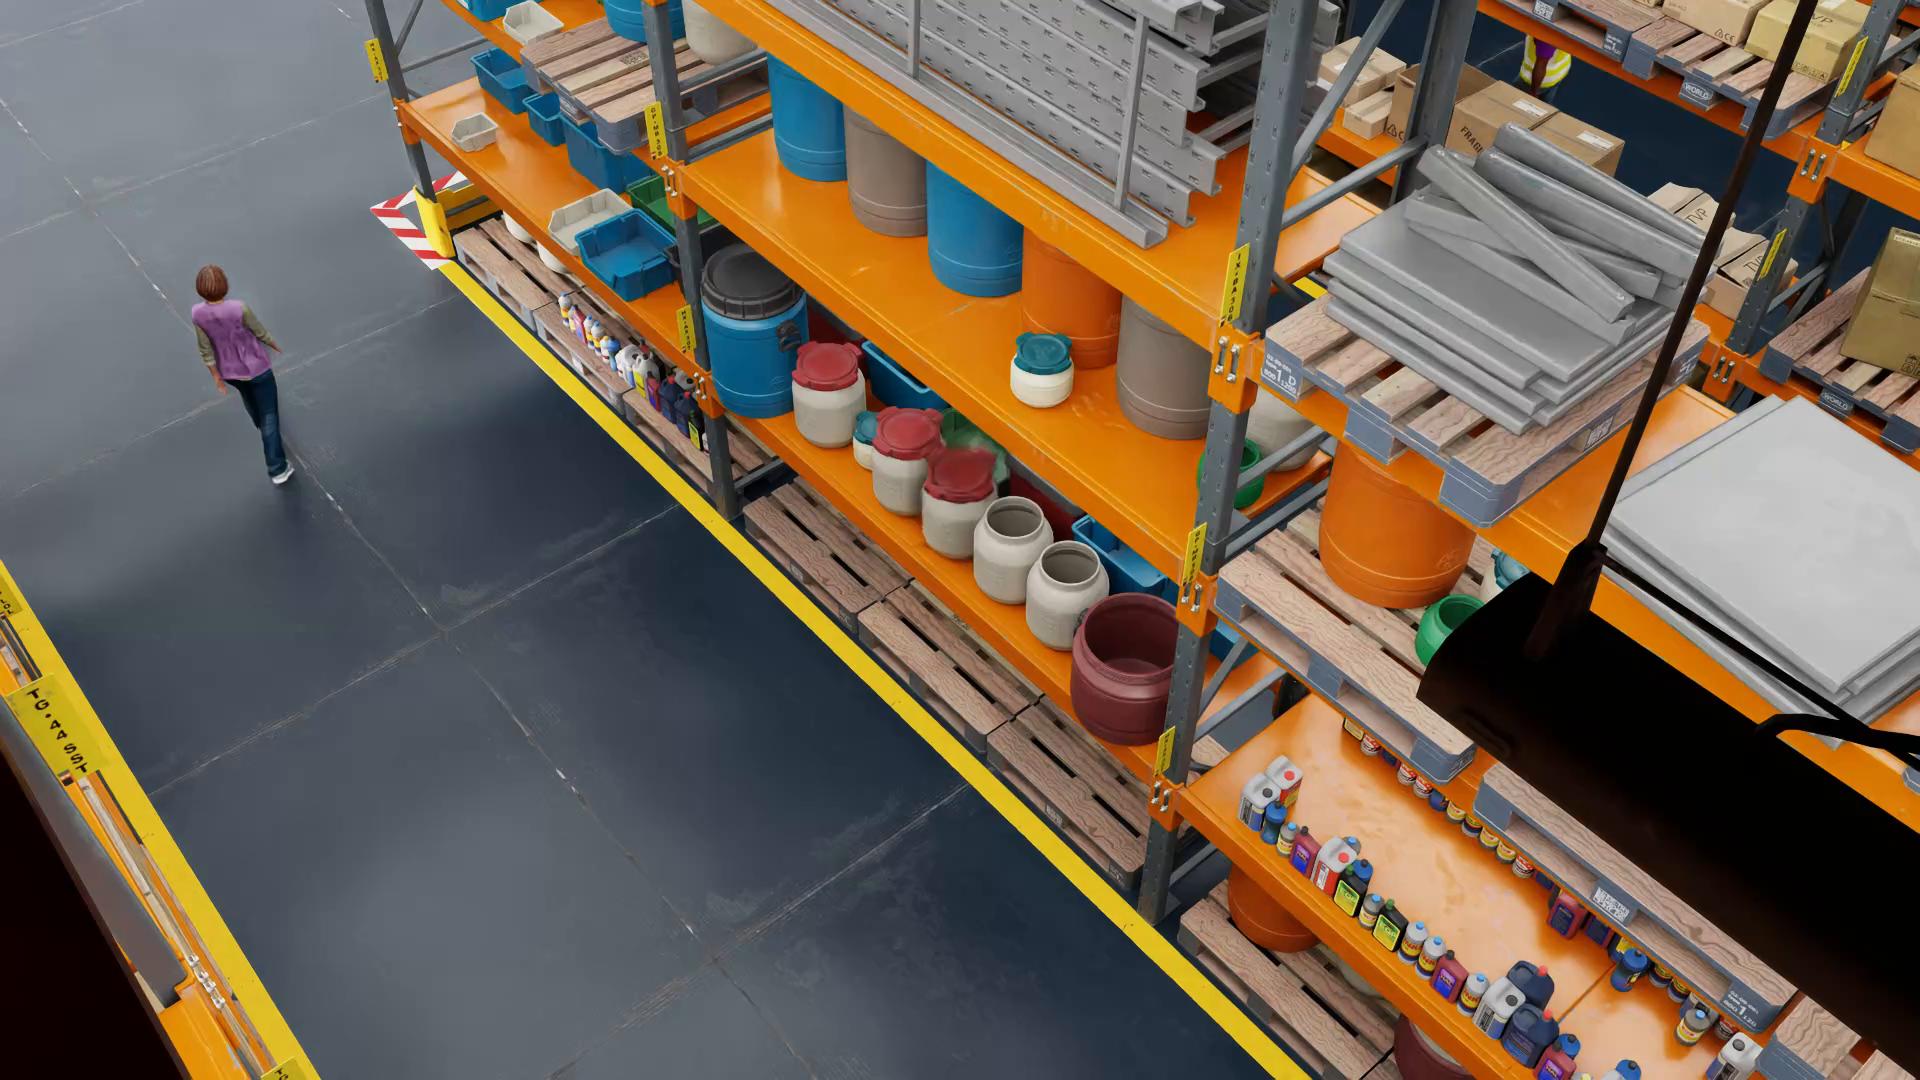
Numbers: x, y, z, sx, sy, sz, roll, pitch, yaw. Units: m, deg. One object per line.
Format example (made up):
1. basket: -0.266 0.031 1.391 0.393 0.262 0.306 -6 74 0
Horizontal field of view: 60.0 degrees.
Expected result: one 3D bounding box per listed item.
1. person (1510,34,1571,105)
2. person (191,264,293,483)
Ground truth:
1. person: 4.663 -3.753 13.368 0.773 1.765 0.665 34 55 28
2. person: -4.730 -1.143 11.024 0.426 1.504 0.817 0 46 0
